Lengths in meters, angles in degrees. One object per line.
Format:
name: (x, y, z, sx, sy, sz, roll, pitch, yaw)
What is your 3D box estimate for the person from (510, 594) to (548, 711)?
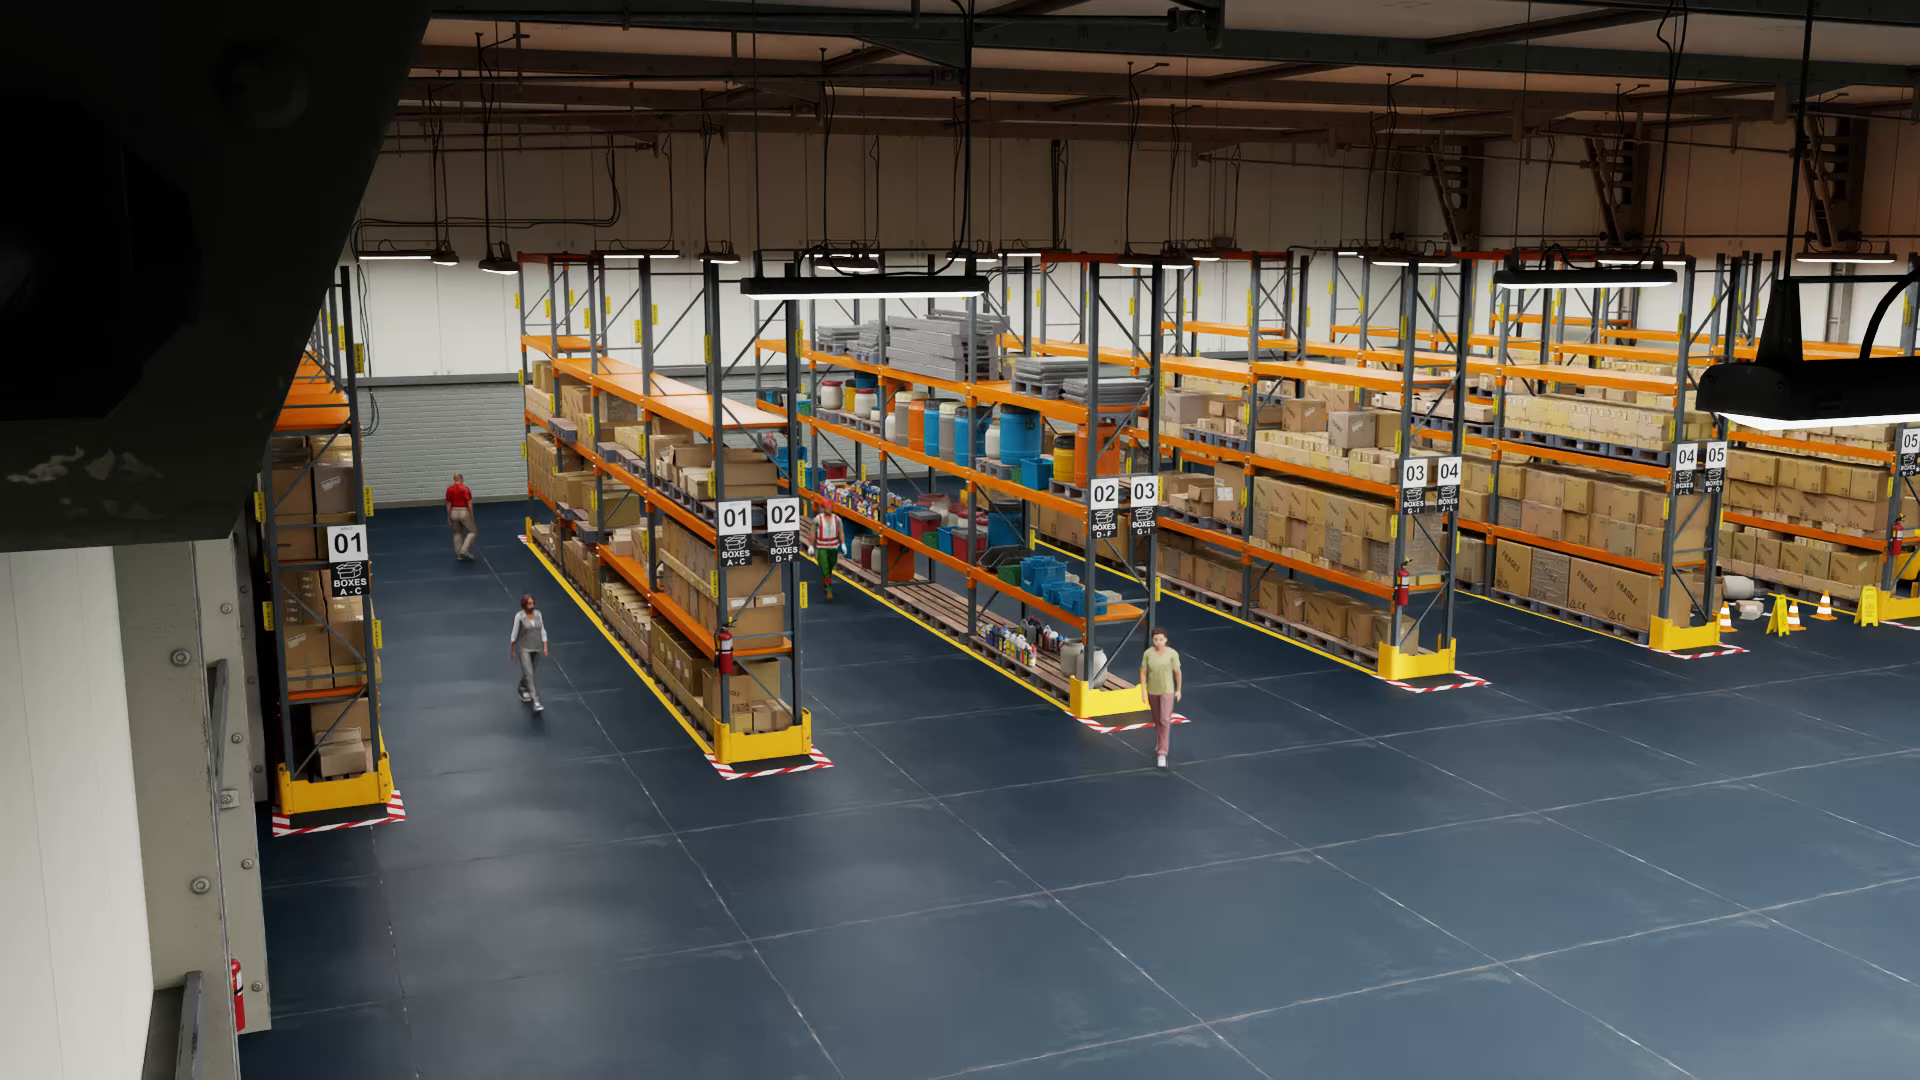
person: (-5.789, 1.493, 22.460, 0.969, 1.543, 0.453, 10, 14, 42)

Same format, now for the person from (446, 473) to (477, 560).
person: (-9.851, -0.459, 32.770, 0.573, 1.726, 0.516, 3, 11, 14)

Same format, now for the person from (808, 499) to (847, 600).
person: (-2.333, 0.131, 29.374, 0.644, 1.724, 1.061, -4, 11, -19)

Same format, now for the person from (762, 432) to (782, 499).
person: (-4.717, -1.882, 40.430, 0.982, 1.742, 0.564, 3, 11, 16)

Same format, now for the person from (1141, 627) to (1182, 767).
person: (2.413, 1.985, 20.221, 0.472, 1.376, 0.978, 5, 11, 24)
